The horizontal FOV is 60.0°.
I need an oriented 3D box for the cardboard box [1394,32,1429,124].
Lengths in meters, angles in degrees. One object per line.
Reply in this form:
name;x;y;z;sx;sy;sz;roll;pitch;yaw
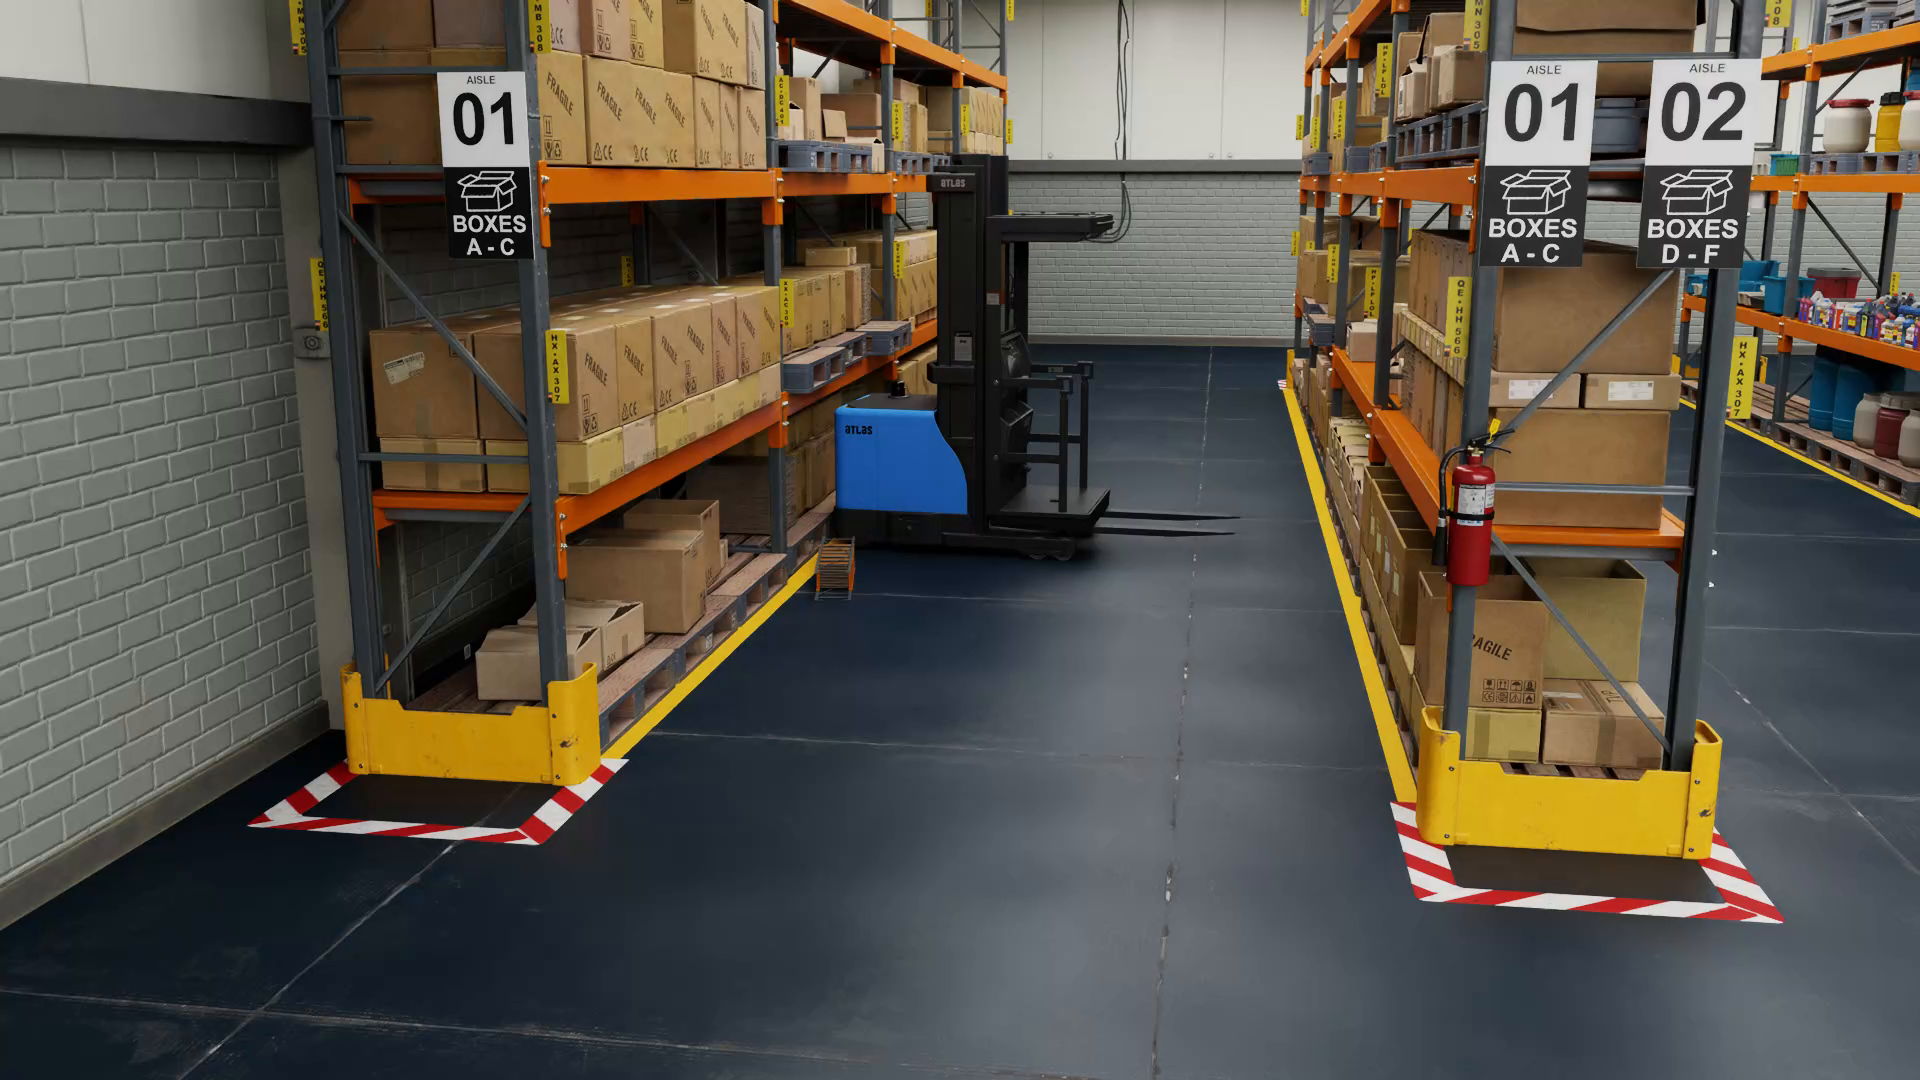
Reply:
cardboard box;2.843;-2.730;9.852;0.500;0.500;0.500;3;13;13

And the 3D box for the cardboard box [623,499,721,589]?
cardboard box;-1.834;0.028;10.634;0.500;0.500;0.500;1;12;4

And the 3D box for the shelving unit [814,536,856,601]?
shelving unit;-0.871;0.189;11.651;0.258;0.189;1.200;0;12;-2

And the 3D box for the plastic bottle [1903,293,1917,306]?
plastic bottle;9.459;-2.276;16.553;0.144;0.351;0.185;2;12;9

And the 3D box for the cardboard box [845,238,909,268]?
cardboard box;-0.770;-2.692;15.594;0.500;0.250;0.500;2;12;10

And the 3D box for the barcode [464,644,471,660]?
barcode;-2.527;0.573;8.531;0.001;0.075;0.075;2;12;9

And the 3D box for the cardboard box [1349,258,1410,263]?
cardboard box;4.111;-2.443;15.974;0.700;0.500;0.500;4;13;19

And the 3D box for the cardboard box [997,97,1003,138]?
cardboard box;0.288;-5.547;21.835;0.500;0.500;0.500;2;12;8

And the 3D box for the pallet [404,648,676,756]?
pallet;-2.158;0.815;8.709;1.003;0.211;1.213;2;12;9

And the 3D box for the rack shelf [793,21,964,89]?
rack shelf;-0.792;-4.831;16.707;1.077;0.370;4.000;2;12;9

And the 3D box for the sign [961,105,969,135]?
sign;0.054;-4.719;18.678;0.100;0.325;0.005;2;12;9

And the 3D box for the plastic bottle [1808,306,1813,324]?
plastic bottle;8.807;-2.329;17.152;0.097;0.201;0.097;0;12;0

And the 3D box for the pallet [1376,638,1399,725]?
pallet;2.832;0.745;9.035;1.003;0.211;1.213;2;12;9

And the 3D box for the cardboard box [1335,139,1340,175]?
cardboard box;3.908;-3.583;15.141;0.910;0.500;0.500;2;12;9

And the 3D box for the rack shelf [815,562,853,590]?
rack shelf;-0.861;0.247;11.373;0.258;0.180;0.103;0;12;-2

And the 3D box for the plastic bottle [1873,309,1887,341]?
plastic bottle;8.506;-1.987;15.371;0.061;0.283;0.133;2;12;9

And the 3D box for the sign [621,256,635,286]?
sign;-2.263;-1.780;11.384;0.100;0.325;0.005;2;12;9

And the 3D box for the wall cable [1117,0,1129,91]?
wall cable;4.027;-8.656;27.183;3.097;2.526;0.112;2;12;9

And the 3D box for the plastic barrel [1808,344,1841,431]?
plastic barrel;9.205;-1.608;17.318;0.600;0.901;0.708;2;12;9

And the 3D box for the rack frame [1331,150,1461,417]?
rack frame;3.796;-1.870;14.549;1.000;3.000;0.127;2;12;9

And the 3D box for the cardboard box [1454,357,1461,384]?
cardboard box;2.555;-0.816;7.883;0.380;0.149;0.250;2;12;9

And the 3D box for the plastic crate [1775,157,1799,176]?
plastic crate;9.072;-4.002;17.825;0.450;0.188;0.662;2;12;9

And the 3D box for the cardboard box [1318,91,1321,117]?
cardboard box;4.663;-5.121;19.907;0.700;0.500;0.500;2;12;9

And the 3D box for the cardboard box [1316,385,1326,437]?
cardboard box;3.863;-1.282;16.712;0.500;0.500;0.500;1;12;7

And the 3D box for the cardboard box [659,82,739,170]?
cardboard box;-1.638;-2.504;10.086;0.500;0.500;0.500;1;12;4

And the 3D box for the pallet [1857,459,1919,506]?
pallet;8.770;-0.511;14.862;1.003;0.211;1.213;2;12;9

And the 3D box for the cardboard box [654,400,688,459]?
cardboard box;-1.791;-0.606;8.994;0.500;0.250;0.500;2;12;8

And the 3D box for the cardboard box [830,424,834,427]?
cardboard box;-1.353;-0.767;14.323;0.700;0.500;0.500;2;12;9

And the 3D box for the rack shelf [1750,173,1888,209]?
rack shelf;9.613;-4.072;19.356;1.077;0.370;4.000;2;12;9

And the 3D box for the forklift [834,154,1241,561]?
forklift;0.609;-1.403;12.547;3.031;2.935;1.130;3;12;13

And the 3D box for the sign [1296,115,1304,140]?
sign;4.490;-5.446;21.949;0.100;0.325;0.005;2;12;9

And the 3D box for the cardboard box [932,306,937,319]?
cardboard box;-0.442;-2.458;17.828;0.380;0.149;0.250;2;12;9

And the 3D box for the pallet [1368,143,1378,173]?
pallet;3.611;-2.867;12.503;1.003;0.211;1.213;2;12;11

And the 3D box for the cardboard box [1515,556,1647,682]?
cardboard box;2.943;0.359;7.955;0.500;0.500;0.500;2;12;9

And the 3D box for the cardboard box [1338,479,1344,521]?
cardboard box;3.196;-0.311;12.848;0.500;0.250;0.500;2;12;10

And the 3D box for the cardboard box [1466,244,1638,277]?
cardboard box;2.734;-1.105;7.683;0.700;0.500;0.500;2;12;7

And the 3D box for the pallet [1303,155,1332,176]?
pallet;4.242;-3.943;17.497;1.213;0.211;1.003;2;12;9

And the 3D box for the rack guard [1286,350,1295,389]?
rack guard;5.015;-2.297;22.466;1.175;0.500;0.348;2;12;9

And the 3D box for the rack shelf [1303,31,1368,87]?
rack shelf;4.719;-5.698;19.788;1.077;0.370;4.000;2;12;9

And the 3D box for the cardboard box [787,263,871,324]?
cardboard box;-1.162;-2.195;14.777;0.700;0.500;0.500;0;12;2

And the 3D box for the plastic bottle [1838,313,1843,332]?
plastic bottle;8.670;-2.144;16.293;0.097;0.201;0.097;0;12;0

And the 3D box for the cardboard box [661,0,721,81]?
cardboard box;-1.667;-2.874;9.430;0.500;0.500;0.500;1;12;7

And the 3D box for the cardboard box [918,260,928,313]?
cardboard box;-0.604;-2.538;16.660;0.500;0.500;0.500;2;12;8

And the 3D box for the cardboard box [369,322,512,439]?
cardboard box;-2.467;-0.772;7.984;0.500;0.500;0.500;2;12;8

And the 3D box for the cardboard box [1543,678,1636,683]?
cardboard box;2.941;0.726;8.035;0.500;0.250;0.500;2;12;9

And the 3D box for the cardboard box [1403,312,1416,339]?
cardboard box;2.910;-1.301;10.133;0.380;0.149;0.250;2;12;9

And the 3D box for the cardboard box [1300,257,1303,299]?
cardboard box;4.544;-3.288;20.893;0.500;0.500;0.500;2;12;8

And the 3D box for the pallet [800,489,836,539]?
pallet;-1.411;-0.250;13.654;1.003;0.211;1.213;2;12;9

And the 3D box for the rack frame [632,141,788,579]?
rack frame;-1.714;-1.197;11.426;1.000;3.000;0.127;2;12;9

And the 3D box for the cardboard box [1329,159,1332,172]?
cardboard box;4.223;-4.205;18.622;0.500;0.250;0.500;2;12;9

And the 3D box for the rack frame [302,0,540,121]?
rack frame;-2.330;-3.297;6.930;1.000;3.000;0.127;2;12;9

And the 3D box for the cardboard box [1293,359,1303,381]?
cardboard box;4.586;-2.198;21.554;0.500;0.250;0.500;2;12;9

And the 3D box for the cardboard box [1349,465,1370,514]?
cardboard box;3.034;-0.374;11.809;0.500;0.311;0.500;2;12;10

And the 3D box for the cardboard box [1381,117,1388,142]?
cardboard box;3.782;-3.372;13.757;0.500;0.250;0.500;1;12;4
